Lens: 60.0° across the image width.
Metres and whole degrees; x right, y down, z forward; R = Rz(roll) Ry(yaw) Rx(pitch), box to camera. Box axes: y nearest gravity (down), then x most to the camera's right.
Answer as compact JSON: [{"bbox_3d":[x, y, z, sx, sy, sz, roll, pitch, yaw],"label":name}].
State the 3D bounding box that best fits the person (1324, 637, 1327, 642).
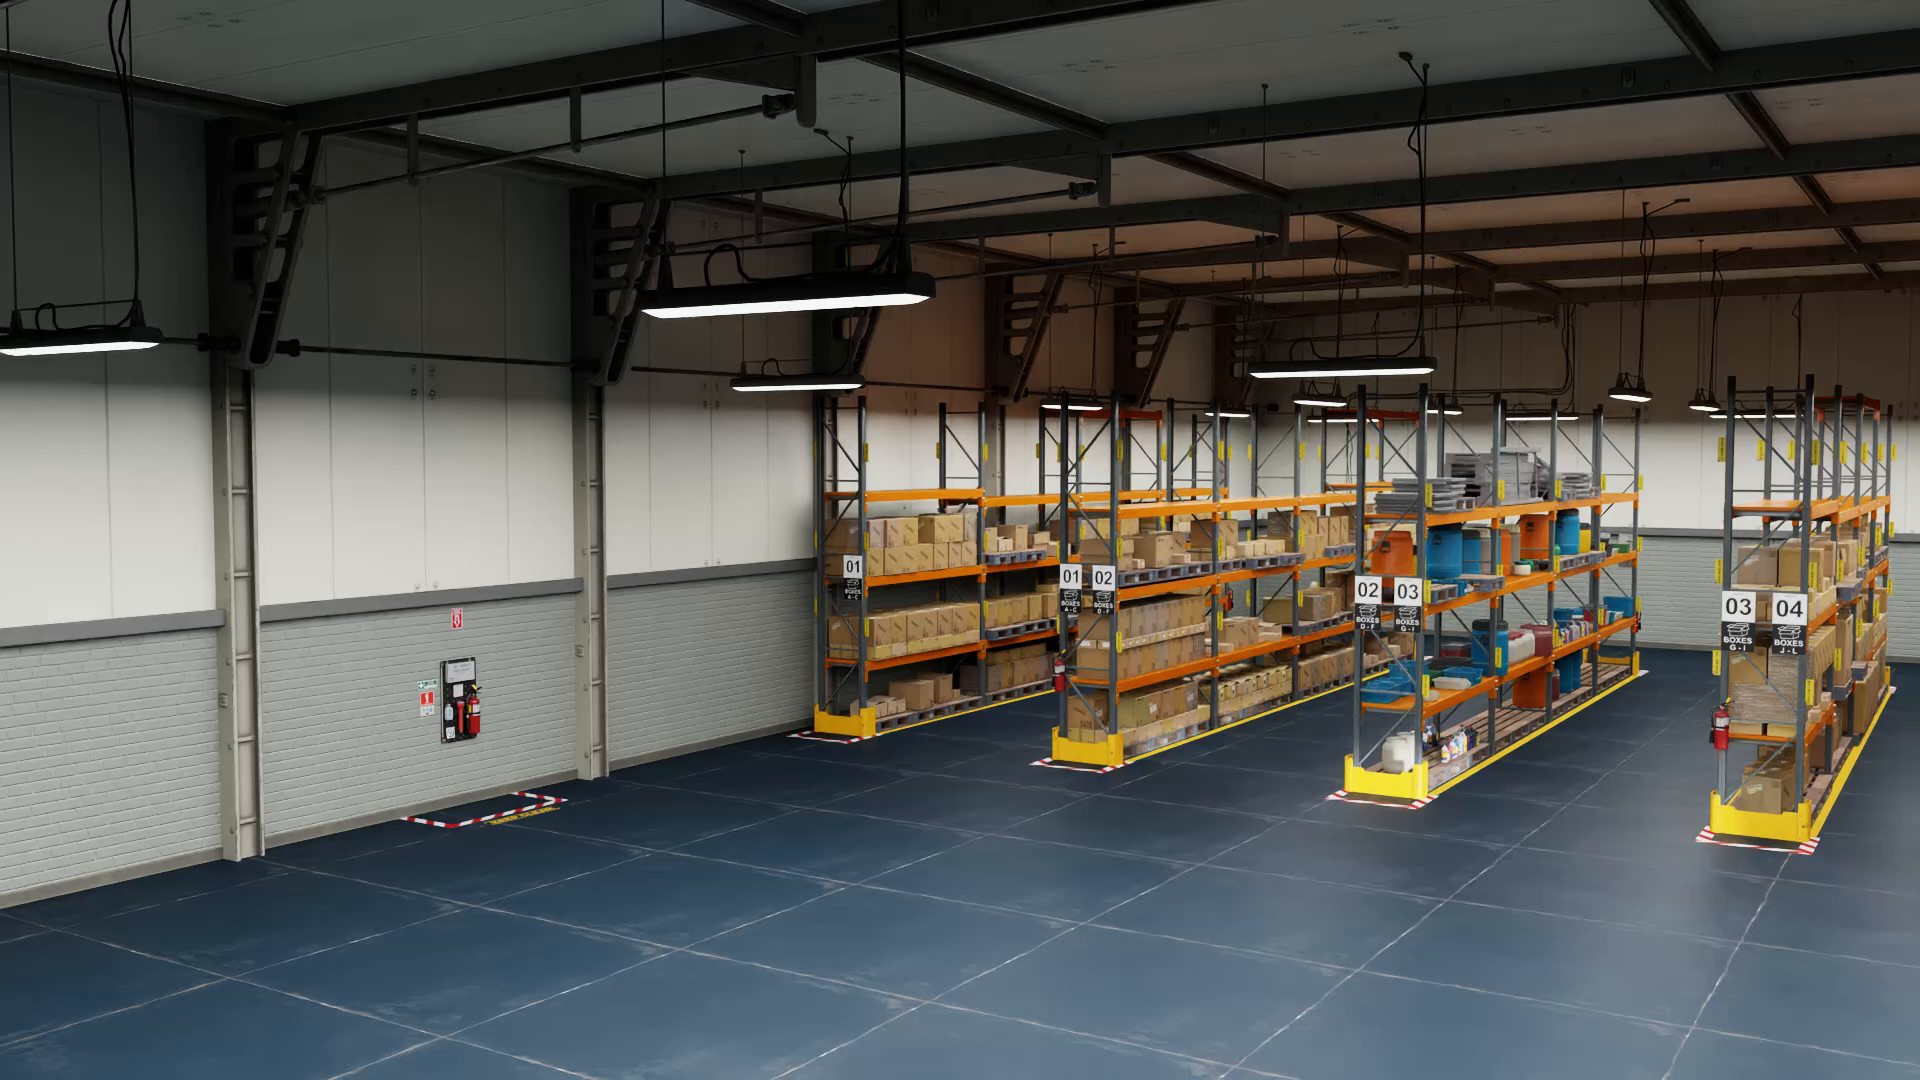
[{"bbox_3d":[9.117,1.939,41.852,0.587,1.798,0.620,1,3,19],"label":"person"}]
